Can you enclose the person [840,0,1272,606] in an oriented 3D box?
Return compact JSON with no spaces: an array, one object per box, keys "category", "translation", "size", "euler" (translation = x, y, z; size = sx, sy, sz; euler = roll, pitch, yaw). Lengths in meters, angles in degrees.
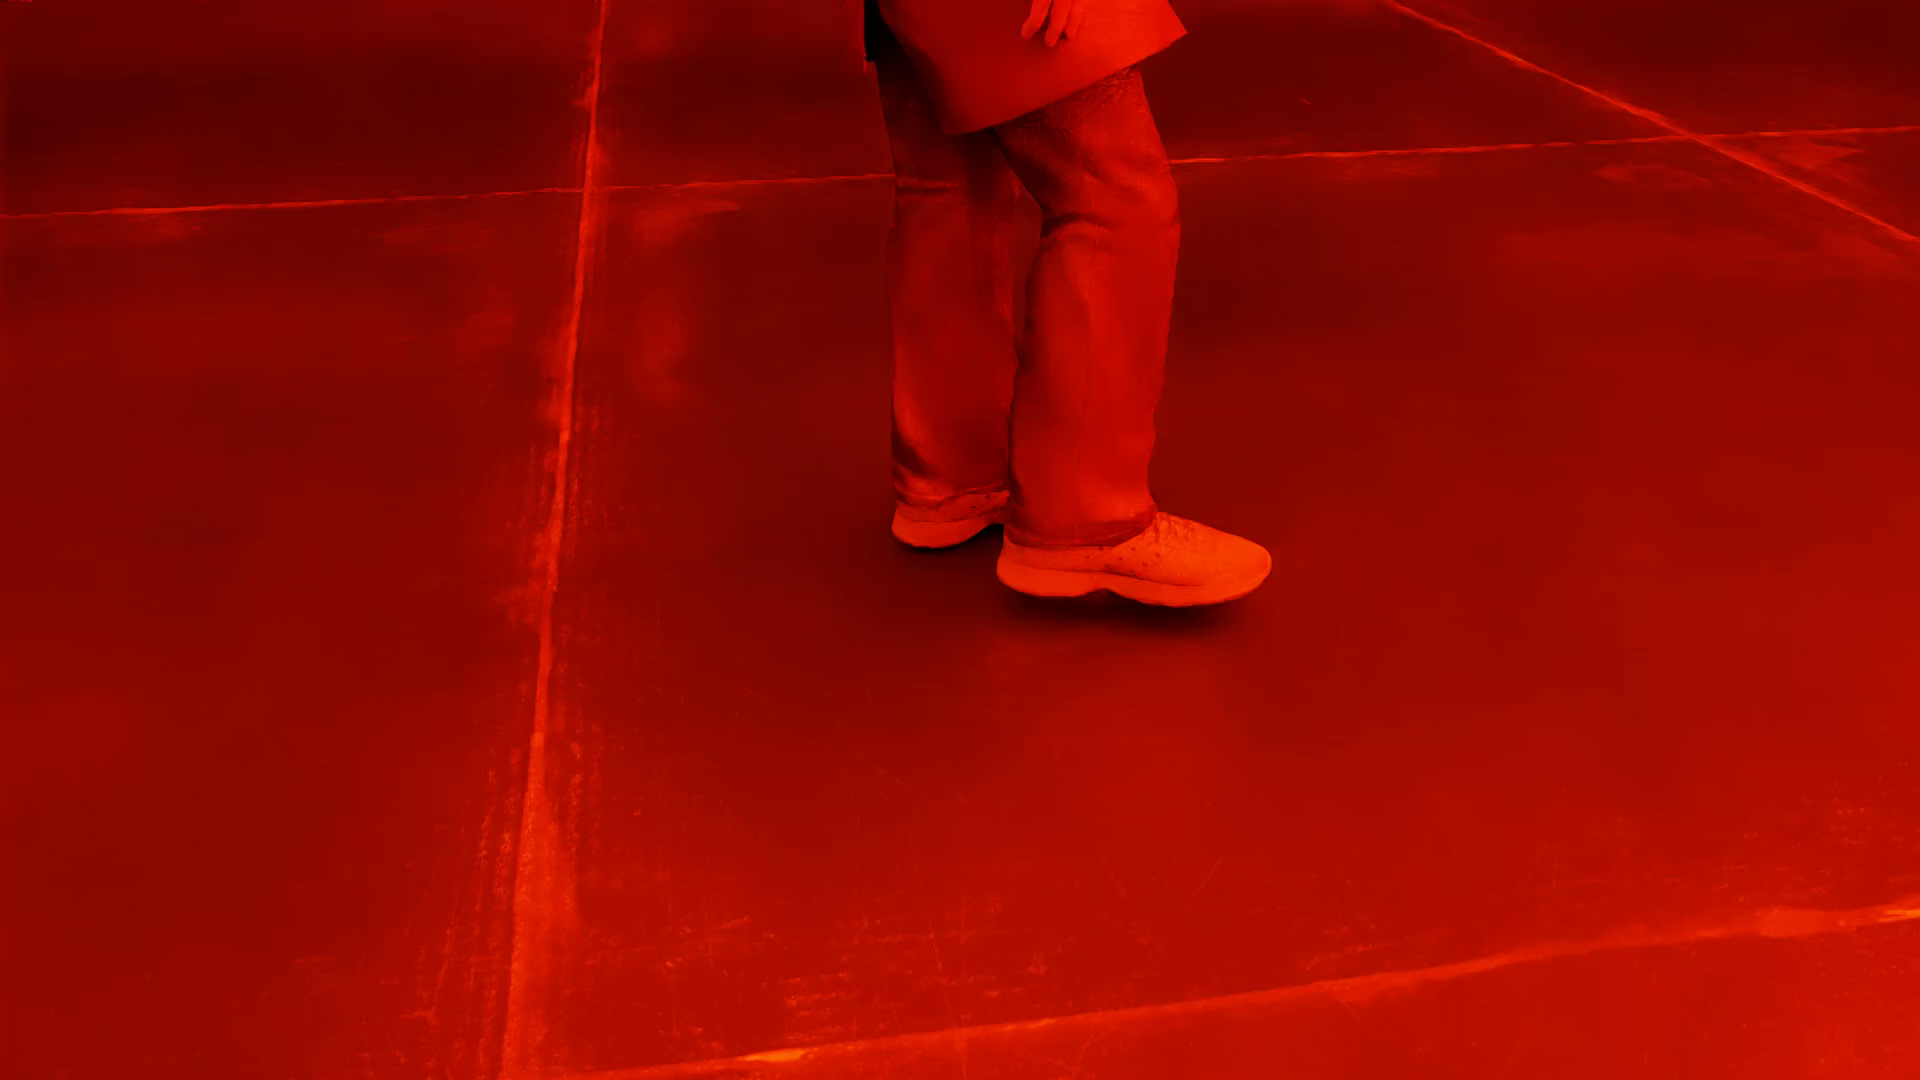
[{"category":"person","translation":[0.089,-0.797,2.089],"size":[0.585,1.774,0.694],"euler":[-5,28,-9]}]
